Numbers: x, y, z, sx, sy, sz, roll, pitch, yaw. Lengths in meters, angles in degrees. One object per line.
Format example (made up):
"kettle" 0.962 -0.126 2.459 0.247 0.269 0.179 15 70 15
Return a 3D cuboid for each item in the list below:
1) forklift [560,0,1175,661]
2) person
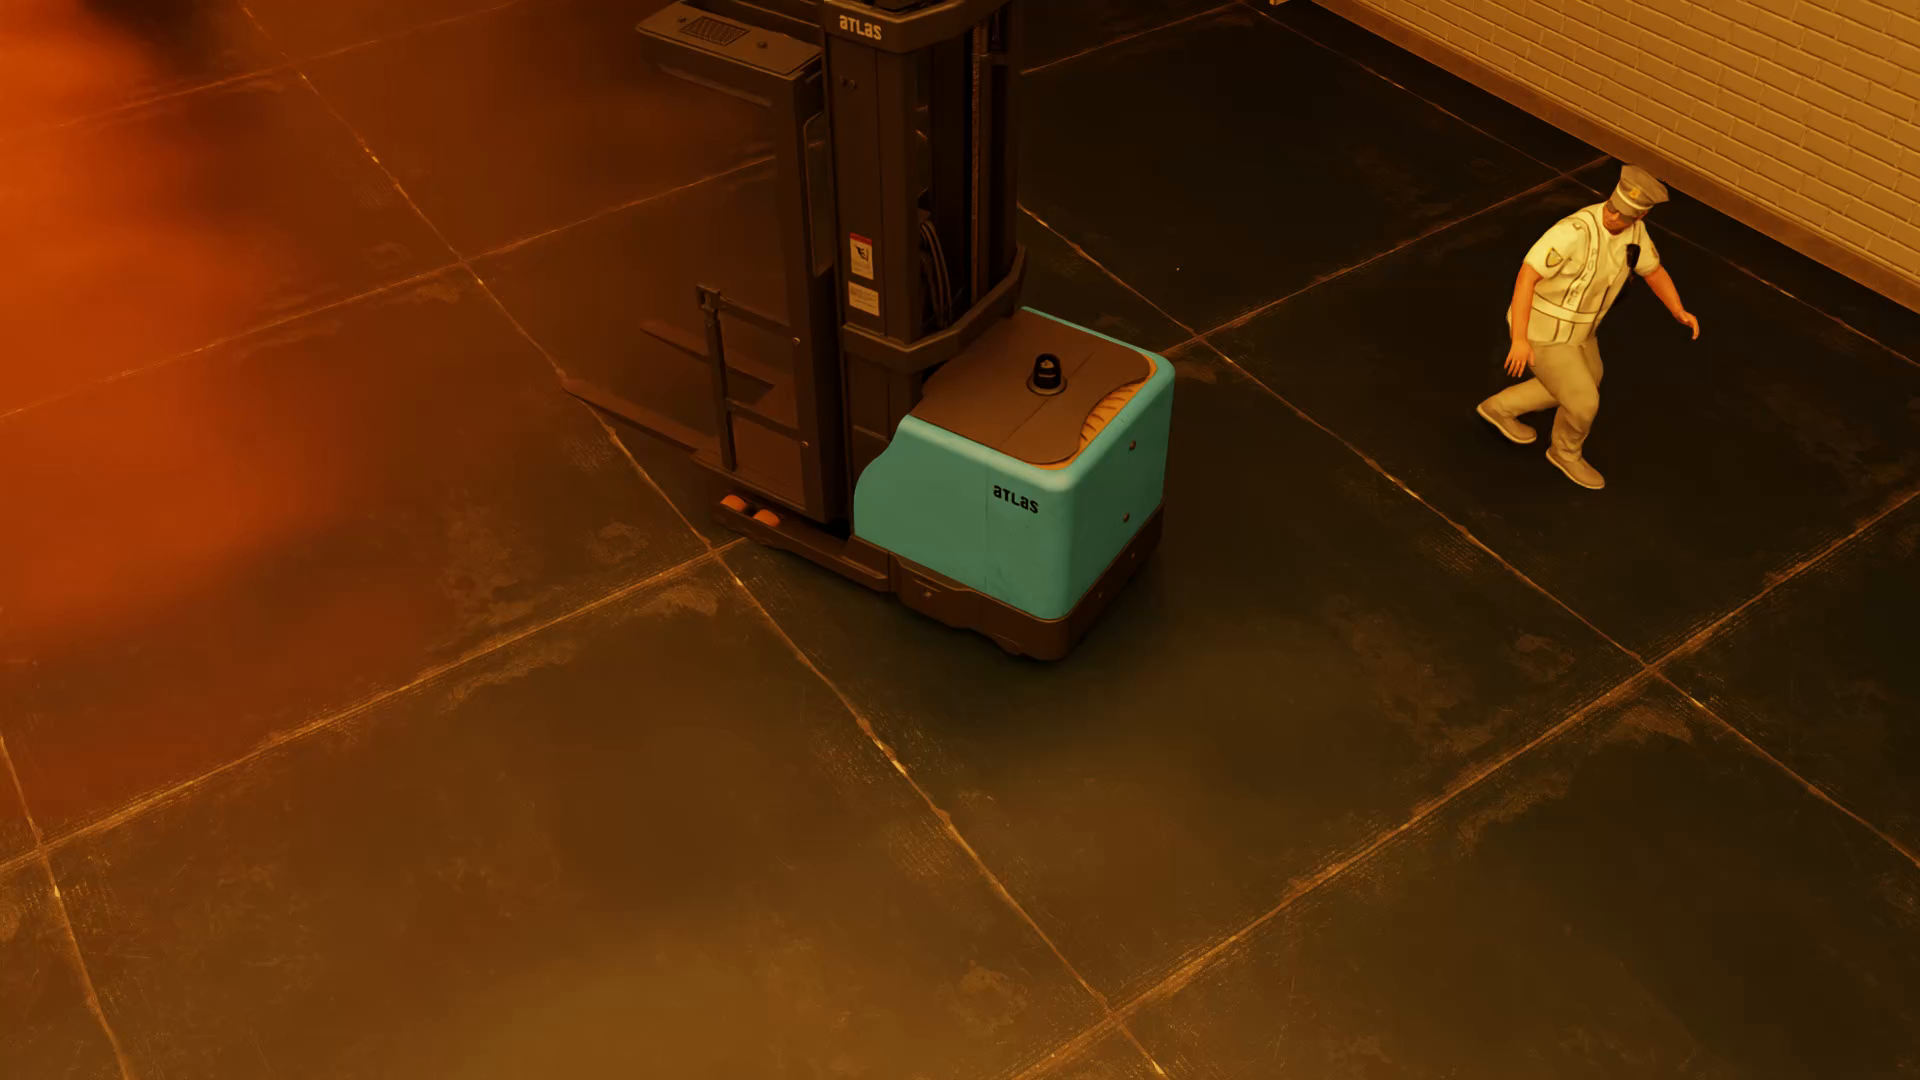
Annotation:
"forklift" -0.574 -1.330 7.159 3.031 2.935 1.130 24 48 24
"person" 2.886 -0.934 7.701 0.887 1.637 0.867 -34 52 -31
